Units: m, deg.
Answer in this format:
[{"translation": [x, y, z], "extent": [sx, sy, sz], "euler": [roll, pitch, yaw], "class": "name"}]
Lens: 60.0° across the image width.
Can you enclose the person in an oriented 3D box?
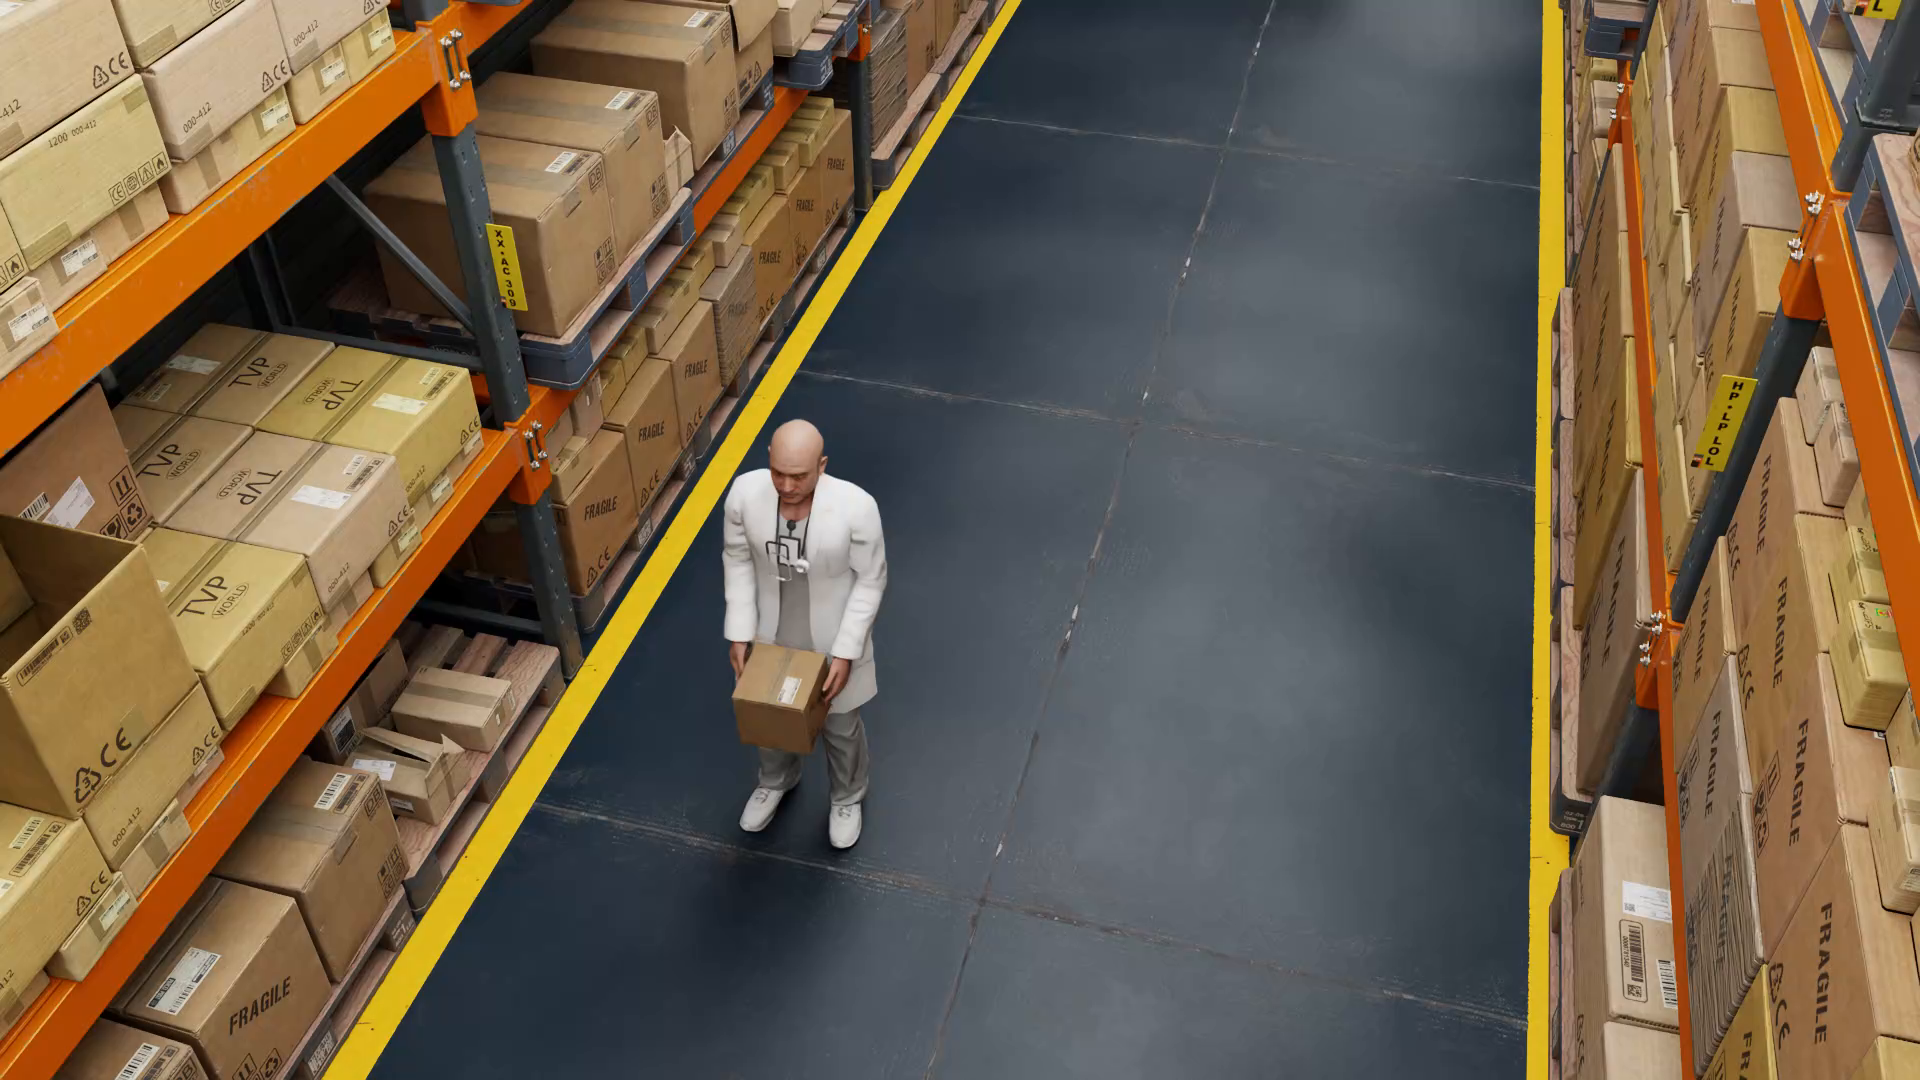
[{"translation": [-0.543, 0.348, 5.755], "extent": [0.577, 1.782, 0.455], "euler": [9, 41, 11], "class": "person"}]
